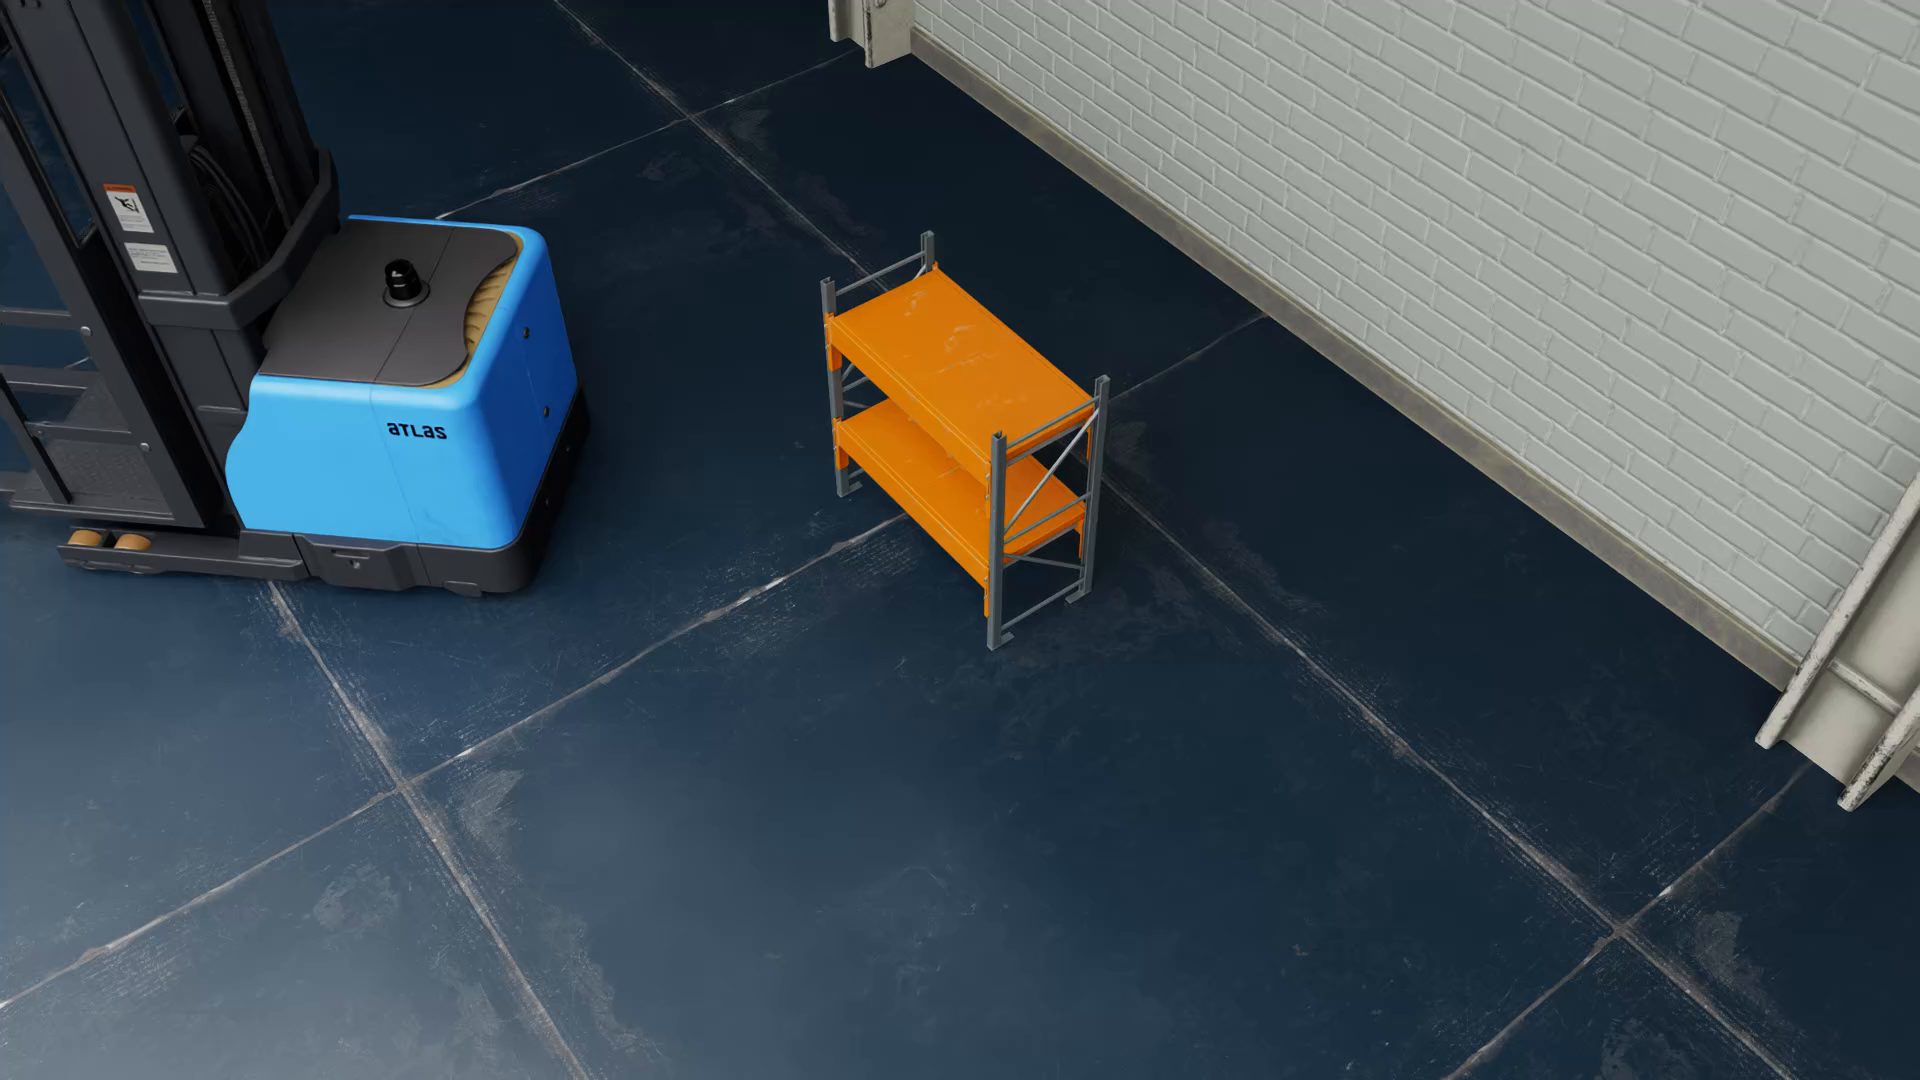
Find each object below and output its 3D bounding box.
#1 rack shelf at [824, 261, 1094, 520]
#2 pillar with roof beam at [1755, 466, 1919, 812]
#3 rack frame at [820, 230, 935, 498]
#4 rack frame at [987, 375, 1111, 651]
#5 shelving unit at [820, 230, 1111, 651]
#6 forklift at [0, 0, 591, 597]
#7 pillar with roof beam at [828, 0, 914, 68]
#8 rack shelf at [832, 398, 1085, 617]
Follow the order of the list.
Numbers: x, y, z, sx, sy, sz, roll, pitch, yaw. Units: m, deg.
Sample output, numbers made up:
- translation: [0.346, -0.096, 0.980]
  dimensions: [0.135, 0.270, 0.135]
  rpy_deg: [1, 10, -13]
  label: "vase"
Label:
- translation: [0.004, -0.570, 6.112]
  dimensions: [0.538, 0.278, 1.000]
  rpy_deg: [-29, 54, -24]
  label: "rack shelf"
- translation: [-0.279, -0.313, 0.958]
  dimensions: [9.100, 9.000, 0.400]
  rpy_deg: [-29, 54, -24]
  label: "pillar with roof beam"
- translation: [-0.304, -0.674, 6.600]
  dimensions: [0.500, 1.125, 0.032]
  rpy_deg: [-29, 54, -24]
  label: "rack frame"
- translation: [0.312, -0.074, 6.057]
  dimensions: [0.500, 1.125, 0.032]
  rpy_deg: [-29, 54, -24]
  label: "rack frame"
- translation: [0.004, -0.374, 6.328]
  dimensions: [0.538, 1.125, 1.048]
  rpy_deg: [-29, 54, -24]
  label: "shelving unit"
- translation: [-3.129, -1.235, 5.890]
  dimensions: [3.031, 2.935, 1.130]
  rpy_deg: [5, 48, 4]
  label: "forklift"
- translation: [-3.912, -3.851, 4.166]
  dimensions: [9.100, 9.000, 0.400]
  rpy_deg: [-29, 54, -24]
  label: "pillar with roof beam"
- translation: [0.004, -0.210, 6.510]
  dimensions: [0.538, 0.278, 1.000]
  rpy_deg: [-29, 54, -24]
  label: "rack shelf"
